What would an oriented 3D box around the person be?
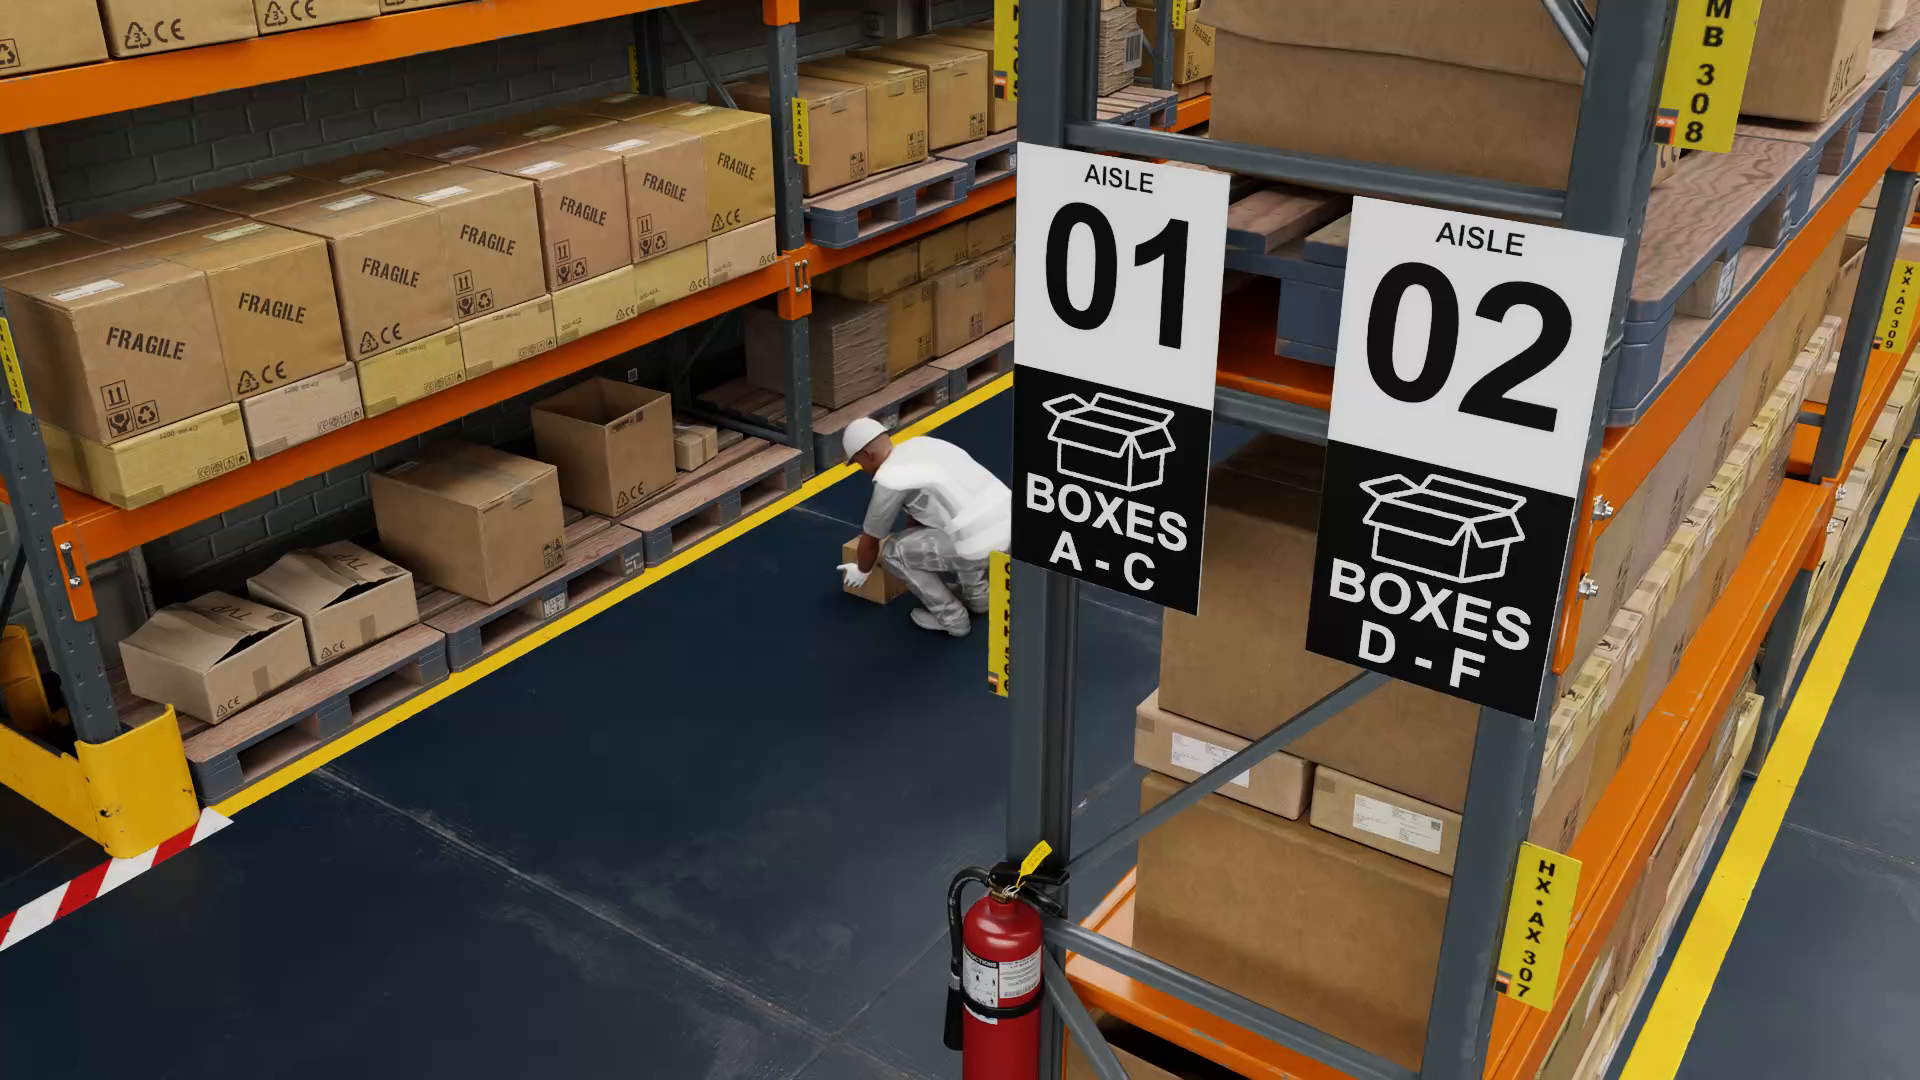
[{"bbox_3d":[-0.130,-0.069,7.697,0.906,0.922,0.567,17,31,30],"label":"person"}]
